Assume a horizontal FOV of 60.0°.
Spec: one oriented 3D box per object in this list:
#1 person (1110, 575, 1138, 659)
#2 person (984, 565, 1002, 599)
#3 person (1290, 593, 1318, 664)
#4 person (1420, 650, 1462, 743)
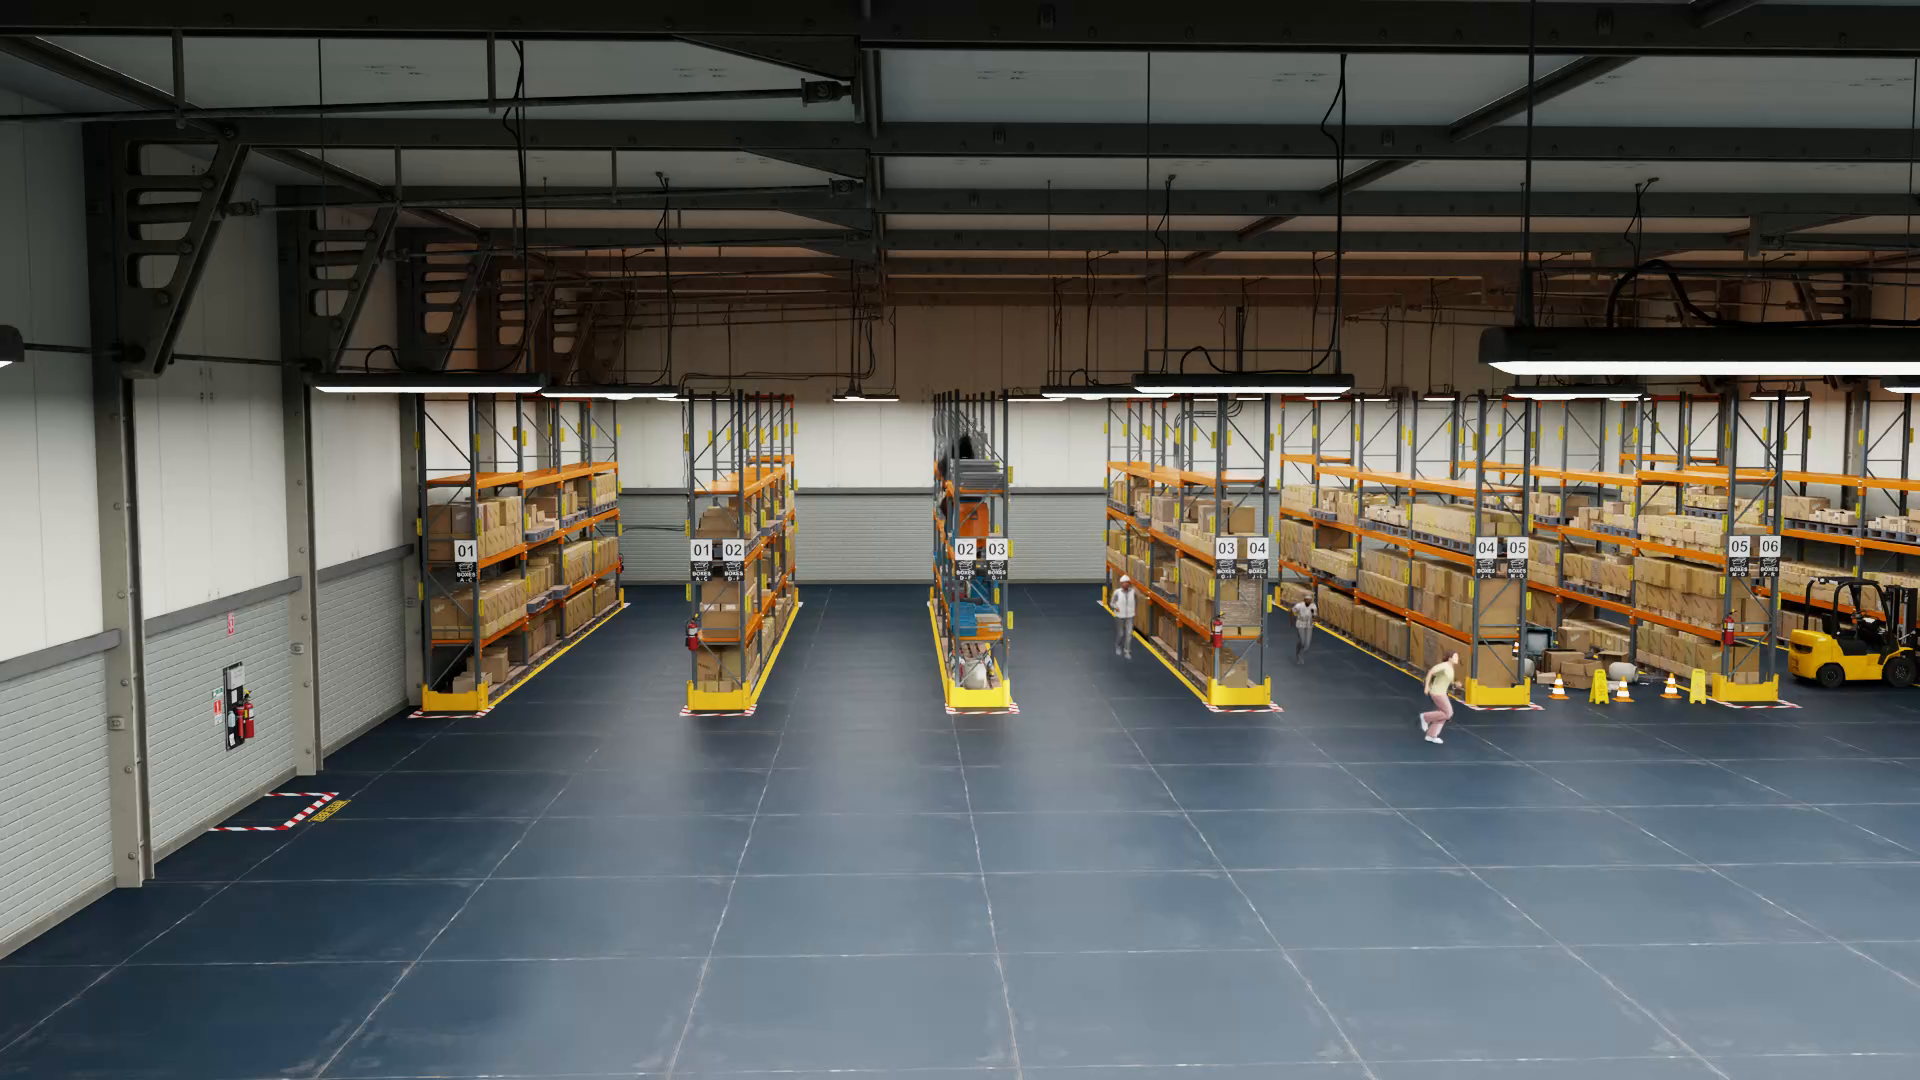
[{"bbox_3d":[3.546,1.642,35.801,0.651,1.777,0.804,-1,5,-8],"label":"person"},{"bbox_3d":[0.772,0.861,48.929,0.947,1.770,0.710,1,5,6],"label":"person"},{"bbox_3d":[7.594,1.947,36.625,0.562,1.615,0.671,-1,5,-8],"label":"person"},{"bbox_3d":[8.164,2.656,28.204,0.675,1.567,0.571,3,5,29],"label":"person"}]
